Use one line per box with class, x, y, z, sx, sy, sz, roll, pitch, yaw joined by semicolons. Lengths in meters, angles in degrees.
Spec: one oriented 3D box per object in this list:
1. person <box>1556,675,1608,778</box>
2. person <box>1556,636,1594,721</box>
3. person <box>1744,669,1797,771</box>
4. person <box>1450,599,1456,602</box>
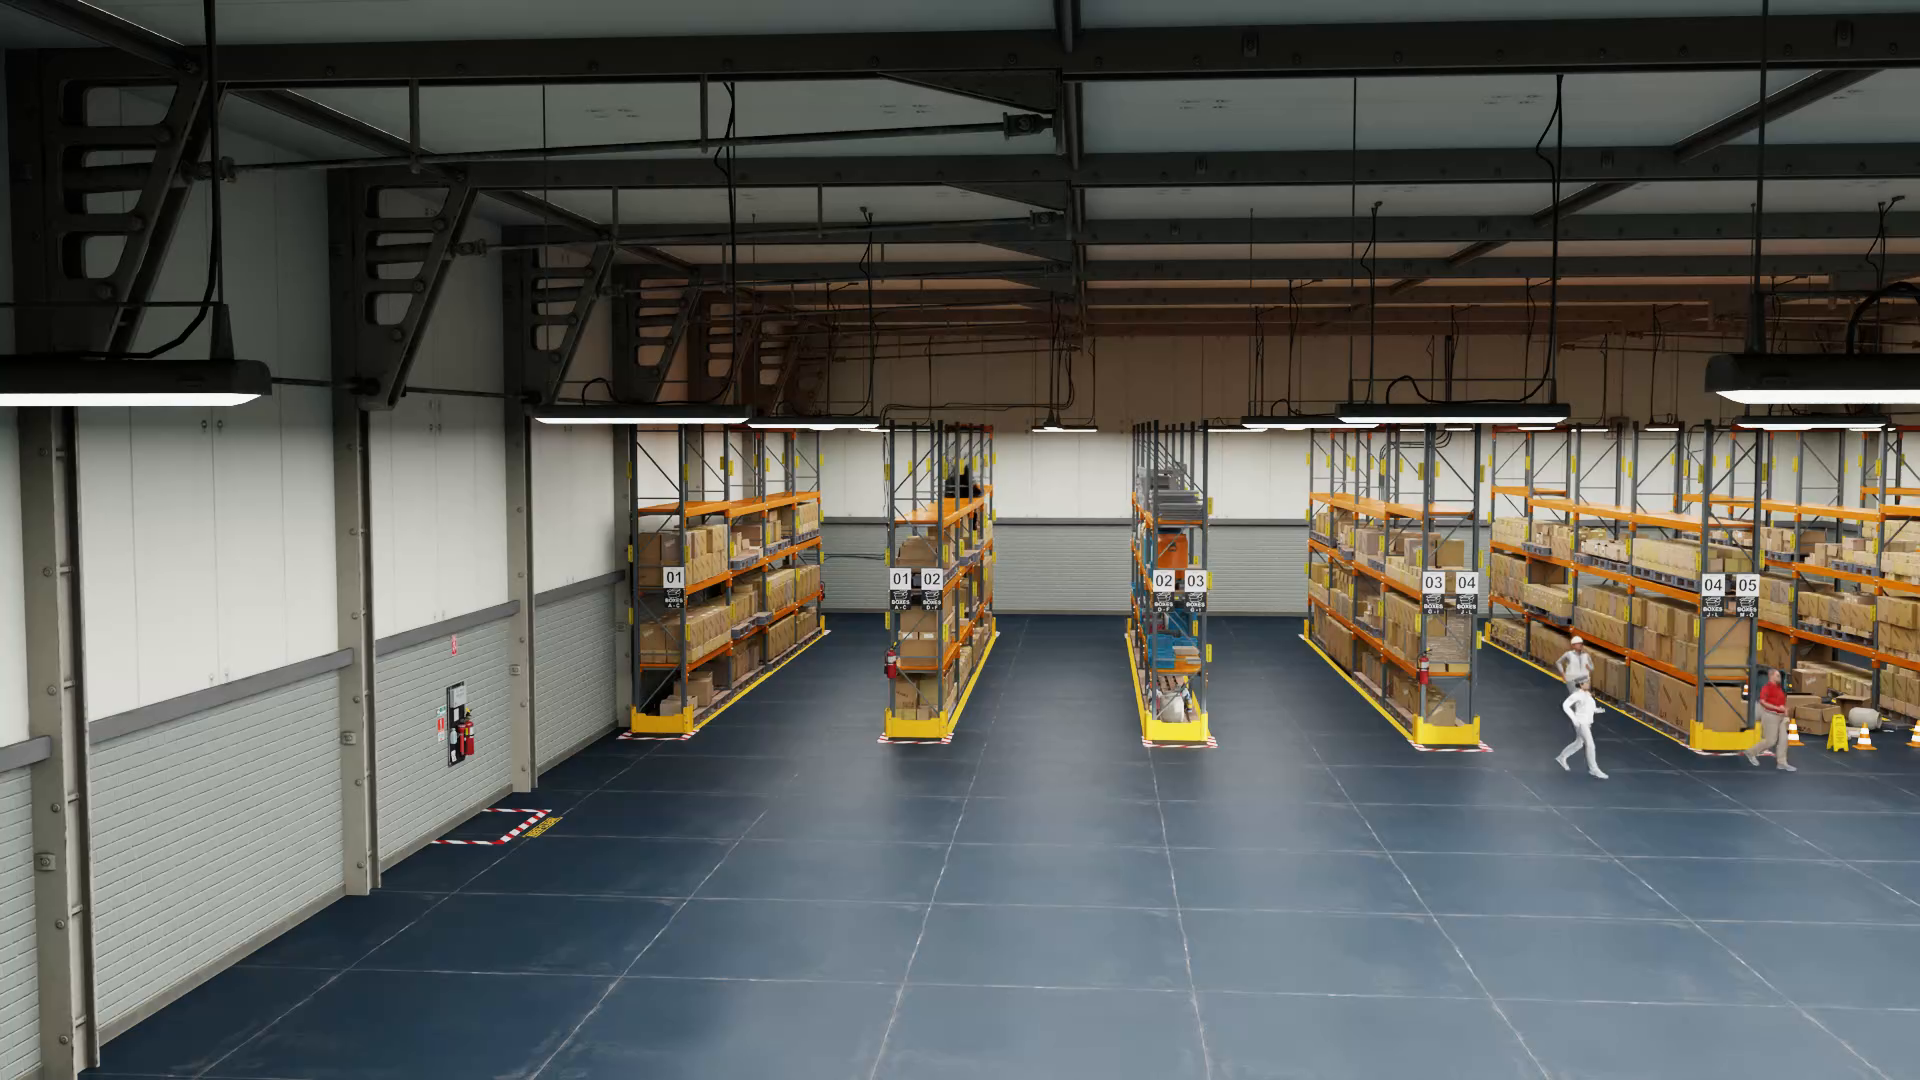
person;10.429;3.085;27.836;0.902;1.689;0.614;3;5;41
person;12.033;2.758;32.432;0.653;1.760;0.968;0;4;-8
person;13.878;3.059;28.410;0.686;1.708;0.829;-3;5;-40
person;13.235;2.128;44.062;0.593;1.699;0.693;0;4;3
